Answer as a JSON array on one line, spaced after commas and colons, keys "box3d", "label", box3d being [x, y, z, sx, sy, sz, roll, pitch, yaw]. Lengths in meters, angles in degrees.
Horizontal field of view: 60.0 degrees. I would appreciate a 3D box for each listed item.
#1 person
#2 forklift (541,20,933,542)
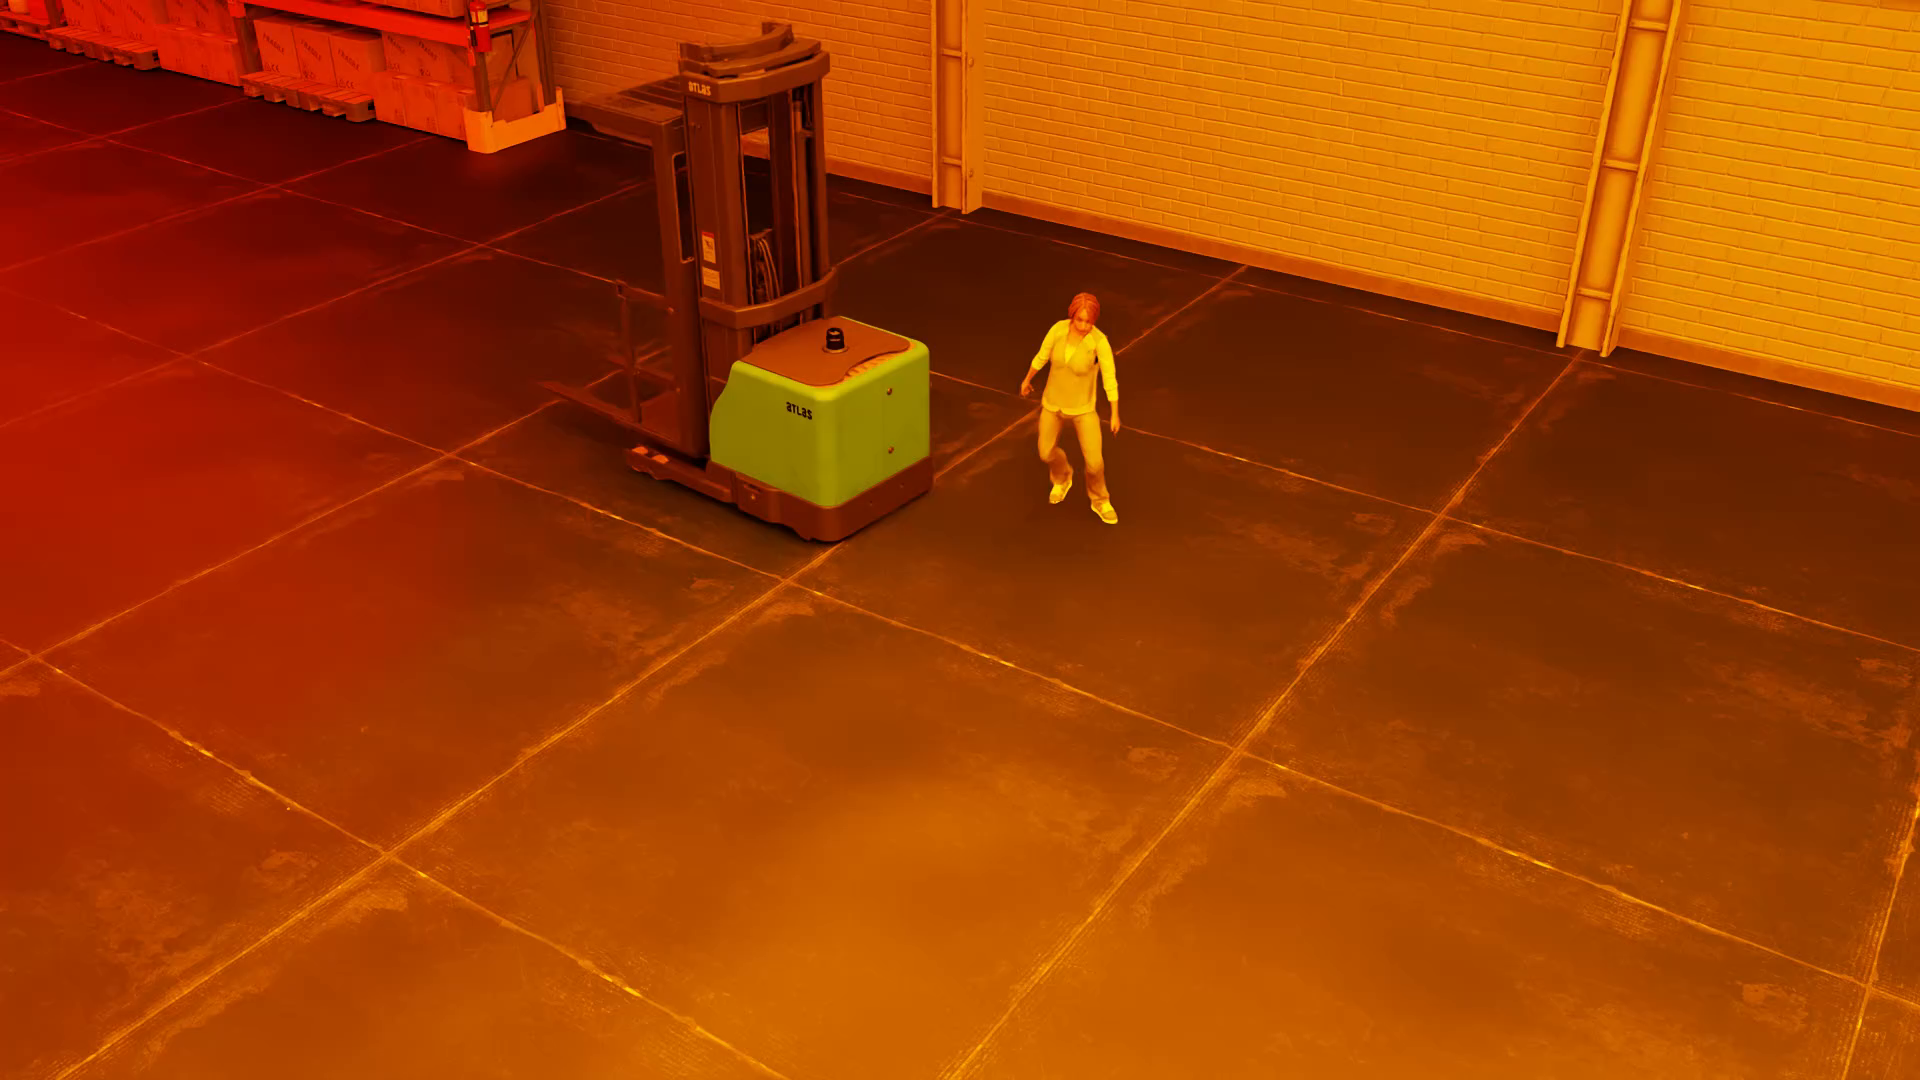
[{"box3d": [0.718, -0.873, 10.518, 0.747, 1.548, 0.440, 16, 34, 25], "label": "person"}, {"box3d": [-1.643, -1.855, 10.776, 3.031, 2.935, 1.130, 22, 37, 33], "label": "forklift"}]
